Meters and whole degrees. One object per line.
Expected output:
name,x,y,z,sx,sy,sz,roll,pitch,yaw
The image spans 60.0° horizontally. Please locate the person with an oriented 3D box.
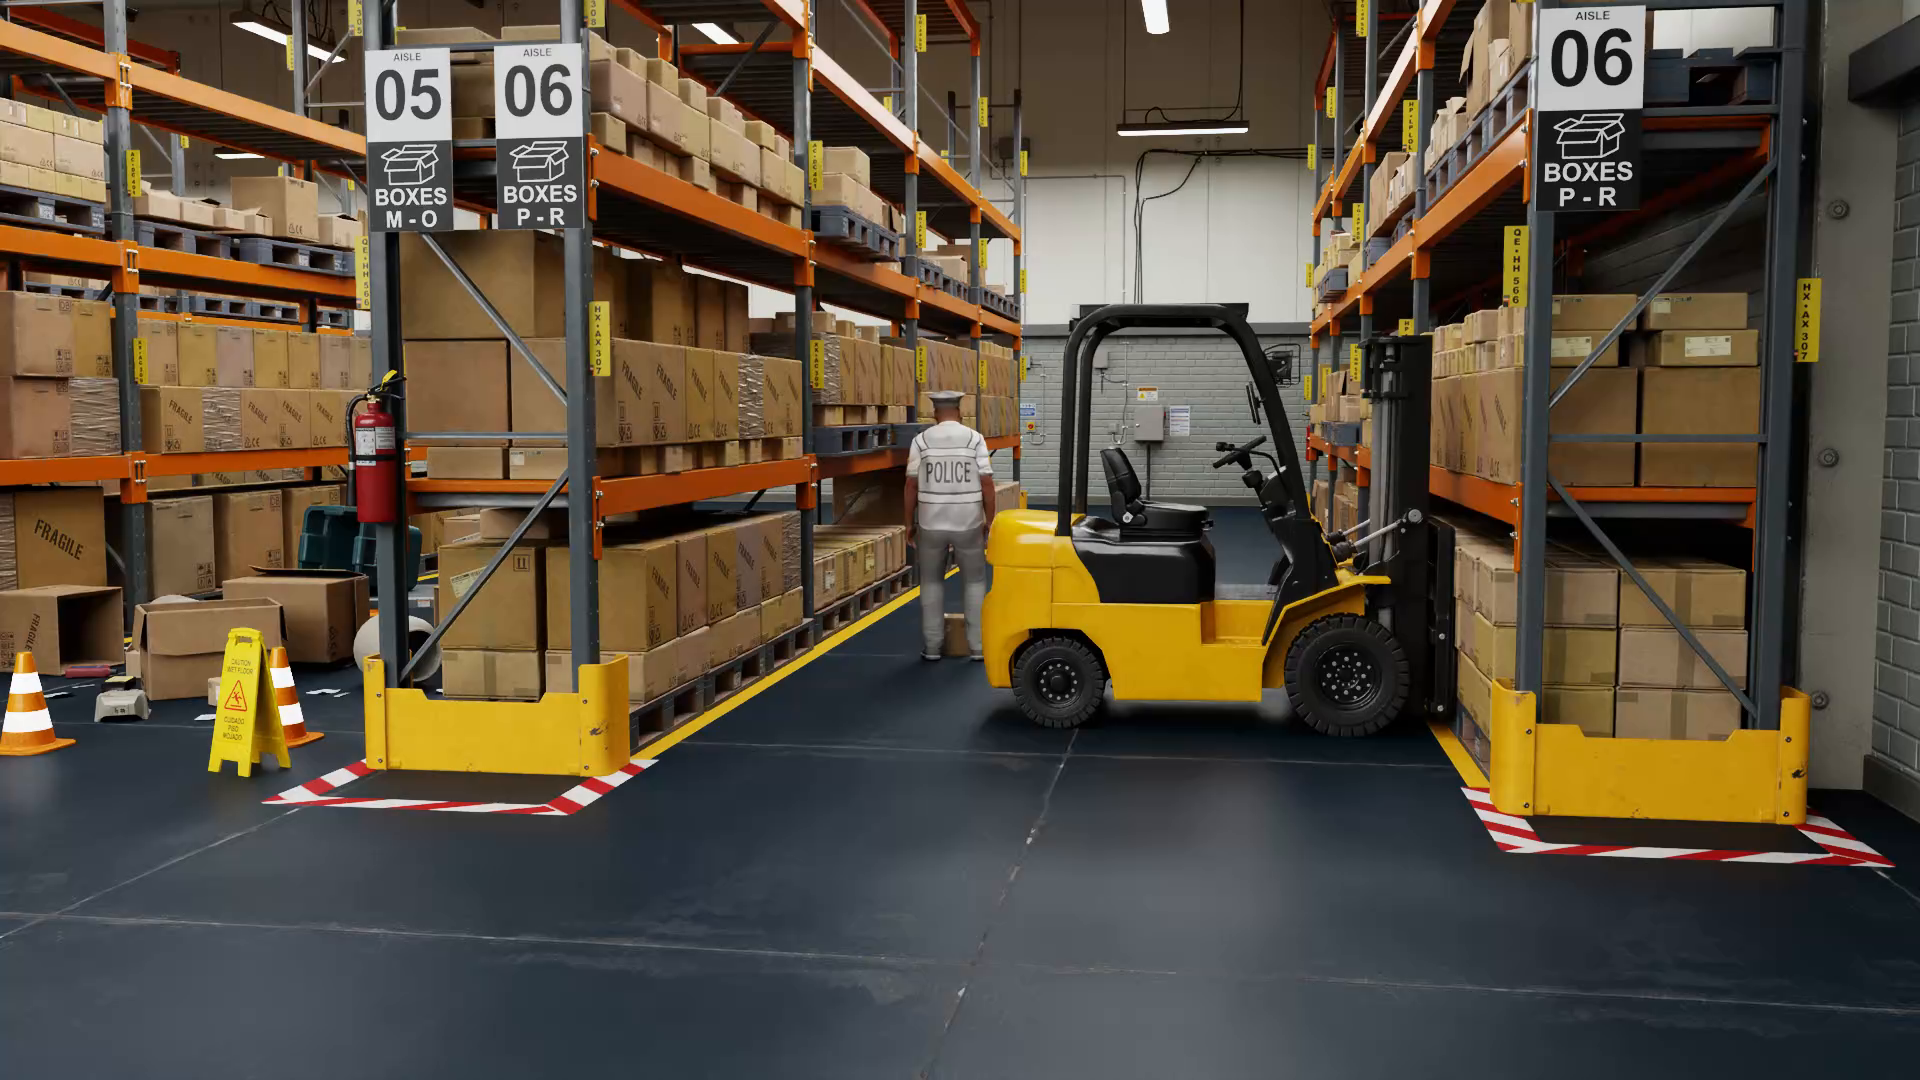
person,-0.061,-0.095,10.800,0.604,1.750,0.428,0,4,3
